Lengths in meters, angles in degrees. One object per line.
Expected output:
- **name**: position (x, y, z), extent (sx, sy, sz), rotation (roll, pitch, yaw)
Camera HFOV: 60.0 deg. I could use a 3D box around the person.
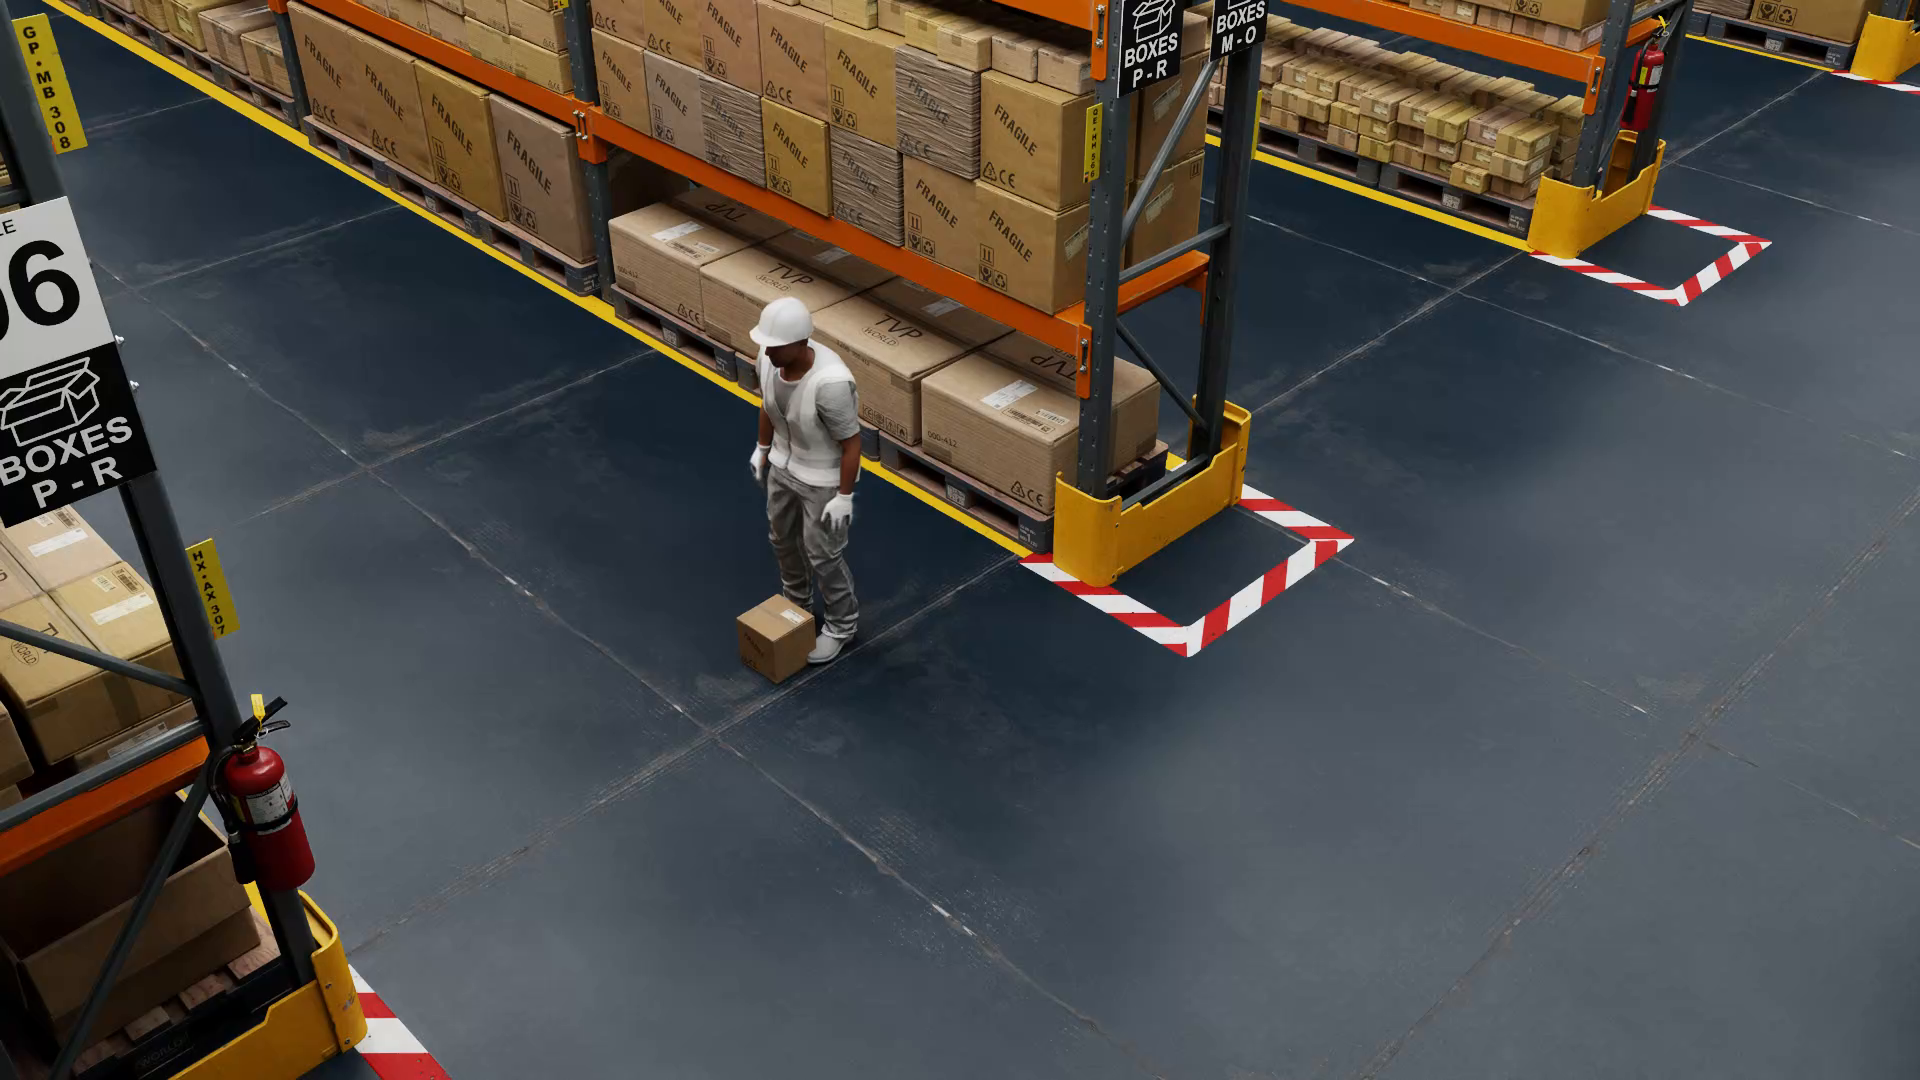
- **person**: position (-0.679, -0.278, 7.253), extent (0.449, 1.774, 0.617), rotation (-30, 45, -35)
